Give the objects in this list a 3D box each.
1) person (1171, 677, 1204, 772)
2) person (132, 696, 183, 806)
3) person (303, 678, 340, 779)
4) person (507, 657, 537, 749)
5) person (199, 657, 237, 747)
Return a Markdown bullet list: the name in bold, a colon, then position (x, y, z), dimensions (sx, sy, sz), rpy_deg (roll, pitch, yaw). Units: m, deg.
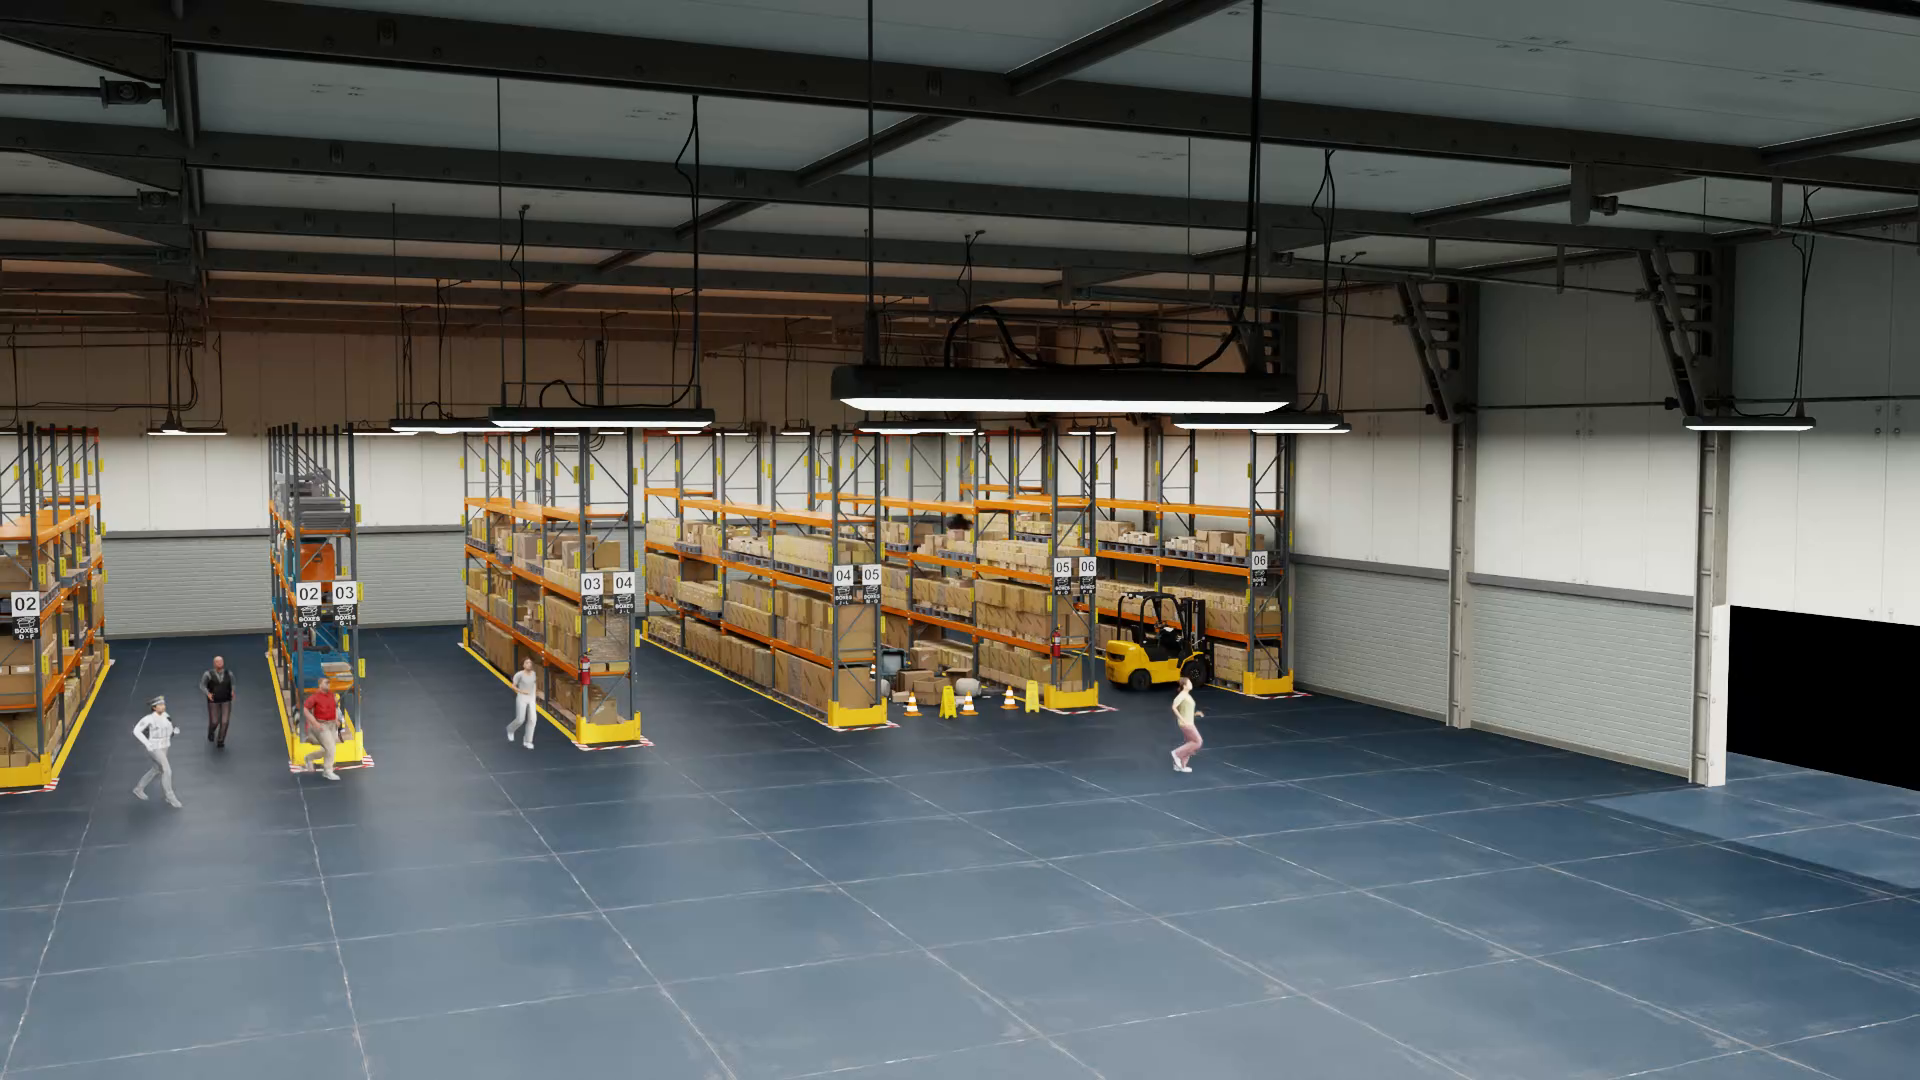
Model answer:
- **person**: position (3.910, 3.164, 28.537), dimensions (0.537, 1.630, 0.573), rpy_deg (1, 4, 14)
- **person**: position (-12.546, 3.287, 26.004), dimensions (0.852, 1.732, 0.592), rpy_deg (0, 4, 7)
- **person**: position (-10.773, 3.176, 28.112), dimensions (0.730, 1.705, 0.688), rpy_deg (1, 4, 16)
- **person**: position (-8.101, 3.005, 30.973), dimensions (0.578, 1.662, 0.851), rpy_deg (-3, 5, -42)
- **person**: position (-13.754, 2.997, 30.873), dimensions (0.647, 1.675, 0.580), rpy_deg (-3, 4, -36)
